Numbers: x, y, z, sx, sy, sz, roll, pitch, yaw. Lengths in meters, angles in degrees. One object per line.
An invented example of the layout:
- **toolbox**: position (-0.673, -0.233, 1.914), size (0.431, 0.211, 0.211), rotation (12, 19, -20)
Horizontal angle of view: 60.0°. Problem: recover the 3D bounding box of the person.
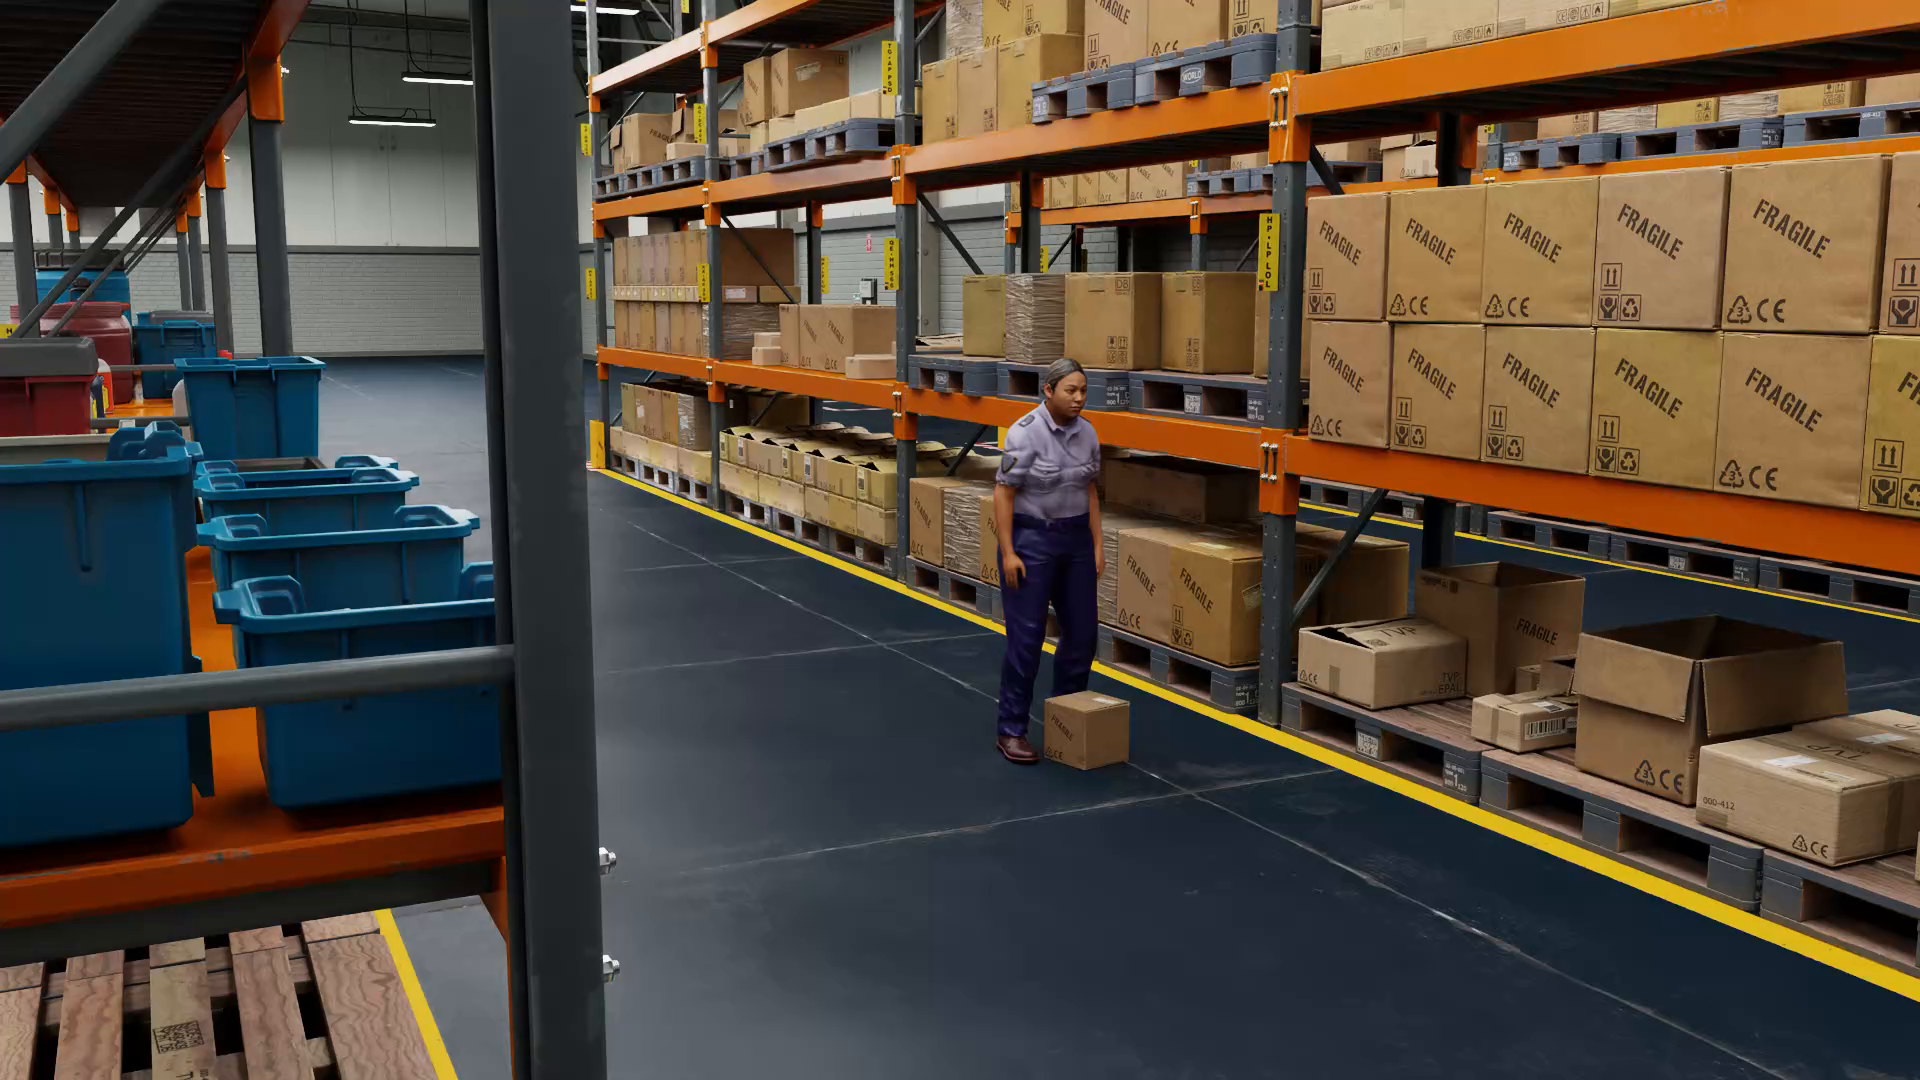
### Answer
- **person**: position (0.376, 0.072, 6.949), size (0.538, 1.637, 0.377), rotation (-6, 10, -33)
